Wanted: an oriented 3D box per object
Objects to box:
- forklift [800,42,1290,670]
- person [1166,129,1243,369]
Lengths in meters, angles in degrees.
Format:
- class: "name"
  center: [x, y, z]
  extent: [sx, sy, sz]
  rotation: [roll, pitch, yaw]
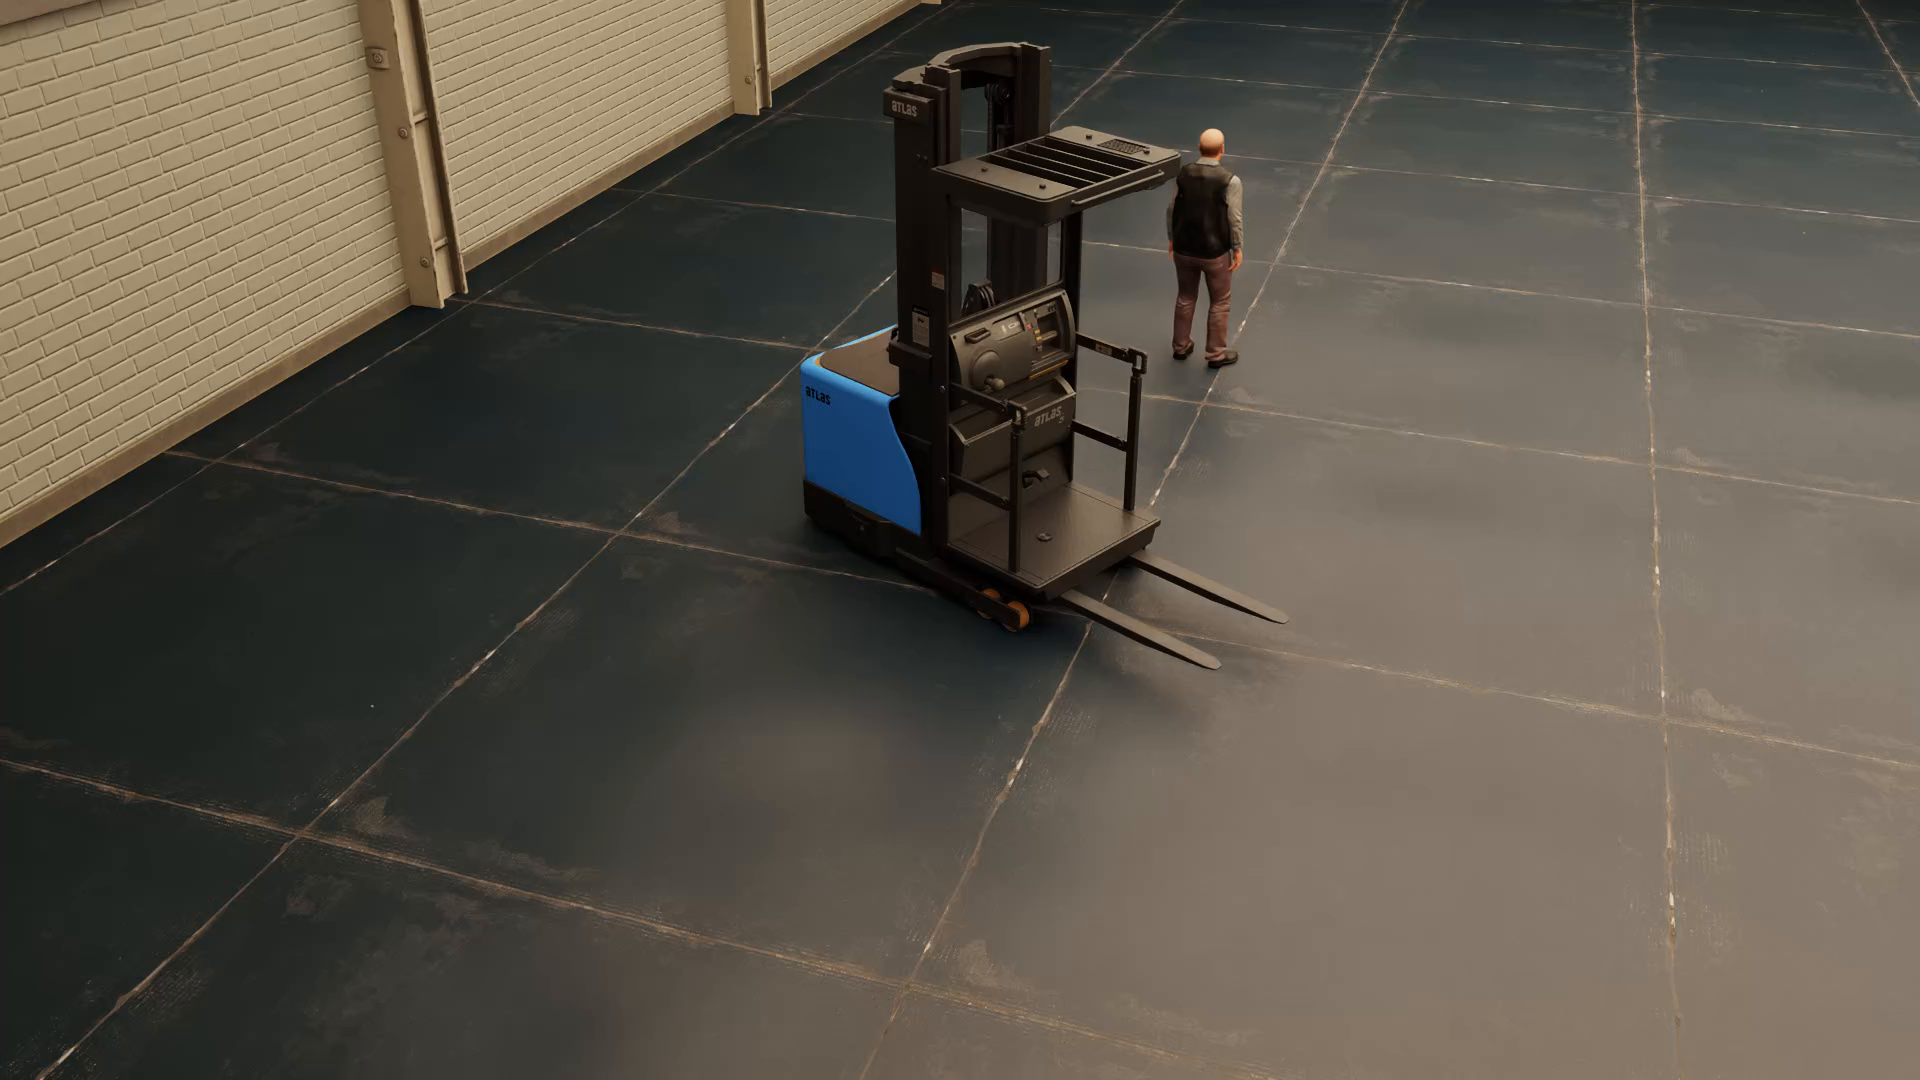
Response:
- class: "forklift"
  center: [0.449, -1.058, 8.992]
  extent: [3.031, 2.935, 1.130]
  rotation: [26, 38, 37]
- class: "person"
  center: [1.761, -2.103, 12.050]
  extent: [0.586, 1.720, 0.427]
  rotation: [17, 34, 27]
